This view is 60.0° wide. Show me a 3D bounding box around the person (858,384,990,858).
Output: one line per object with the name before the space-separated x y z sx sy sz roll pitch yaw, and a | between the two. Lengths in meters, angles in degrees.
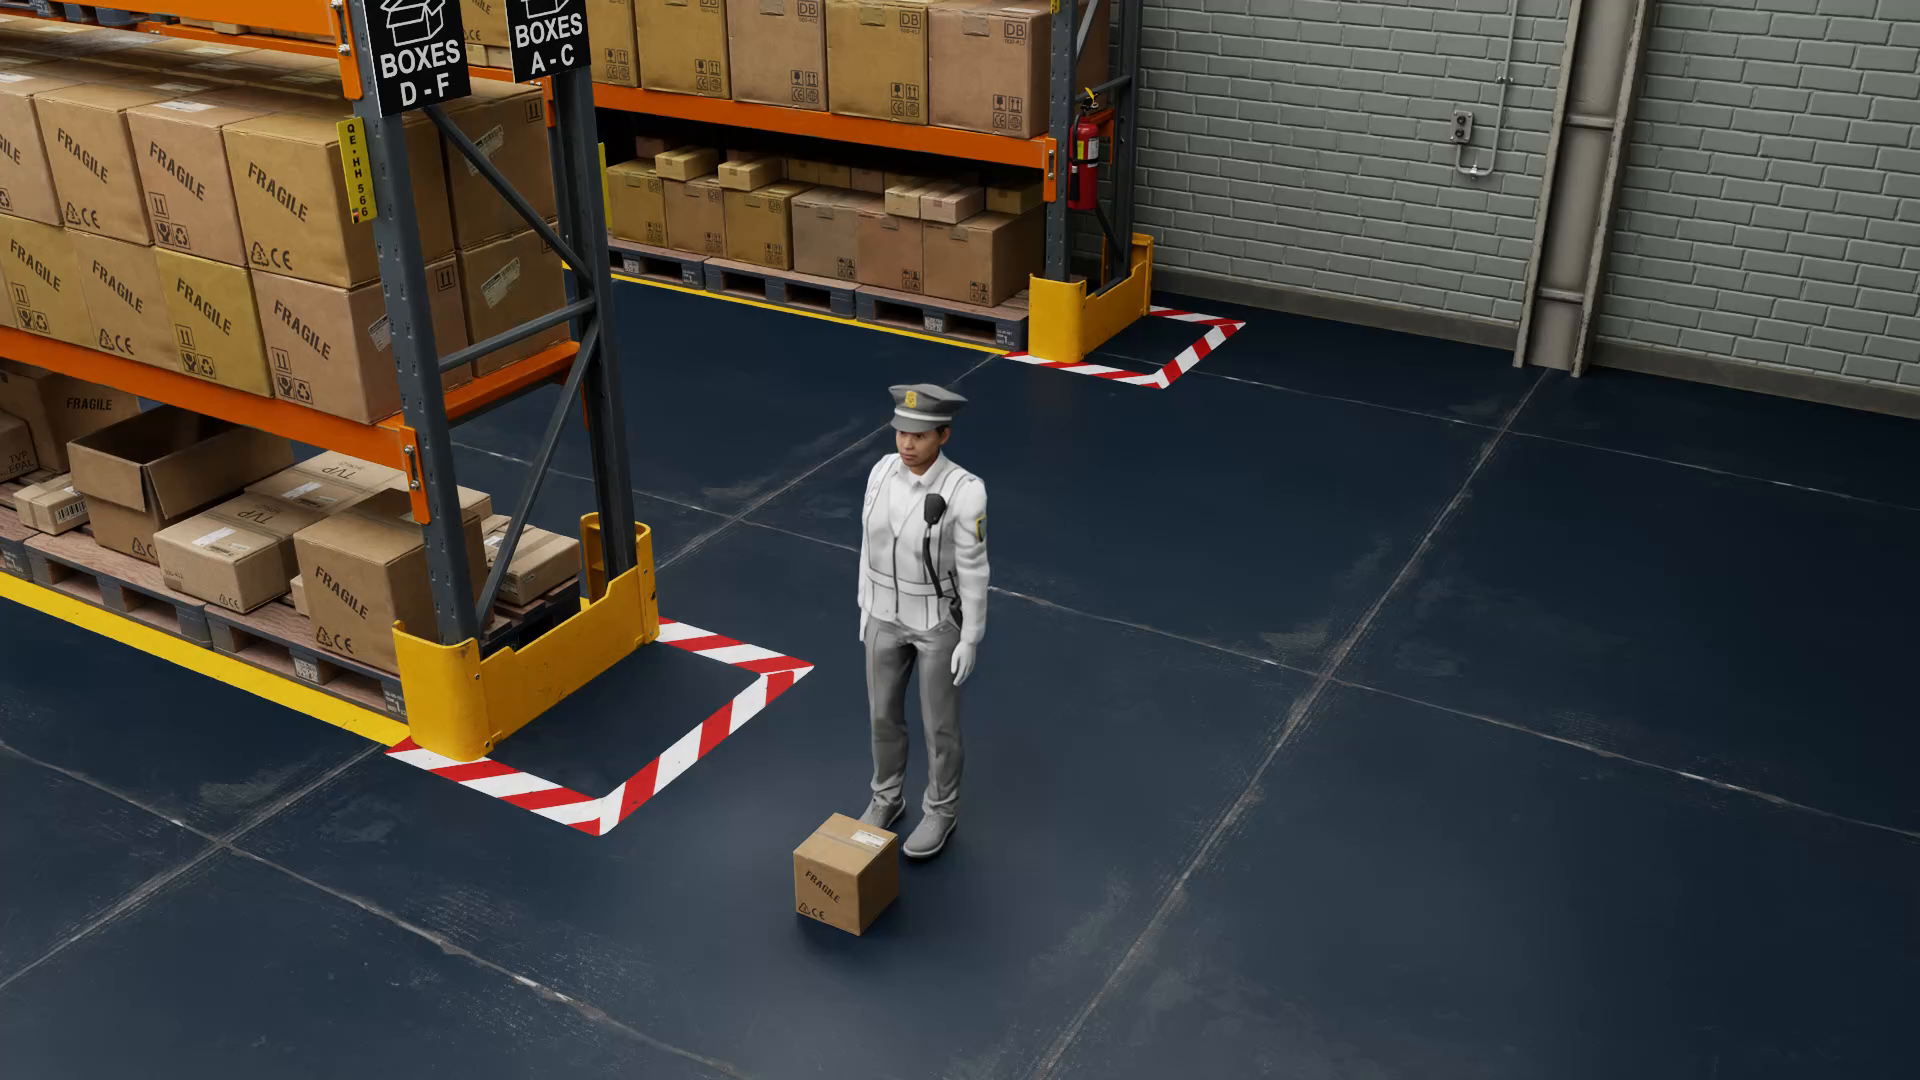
person | -0.138 0.296 5.538 0.490 1.732 0.392 15 30 27
